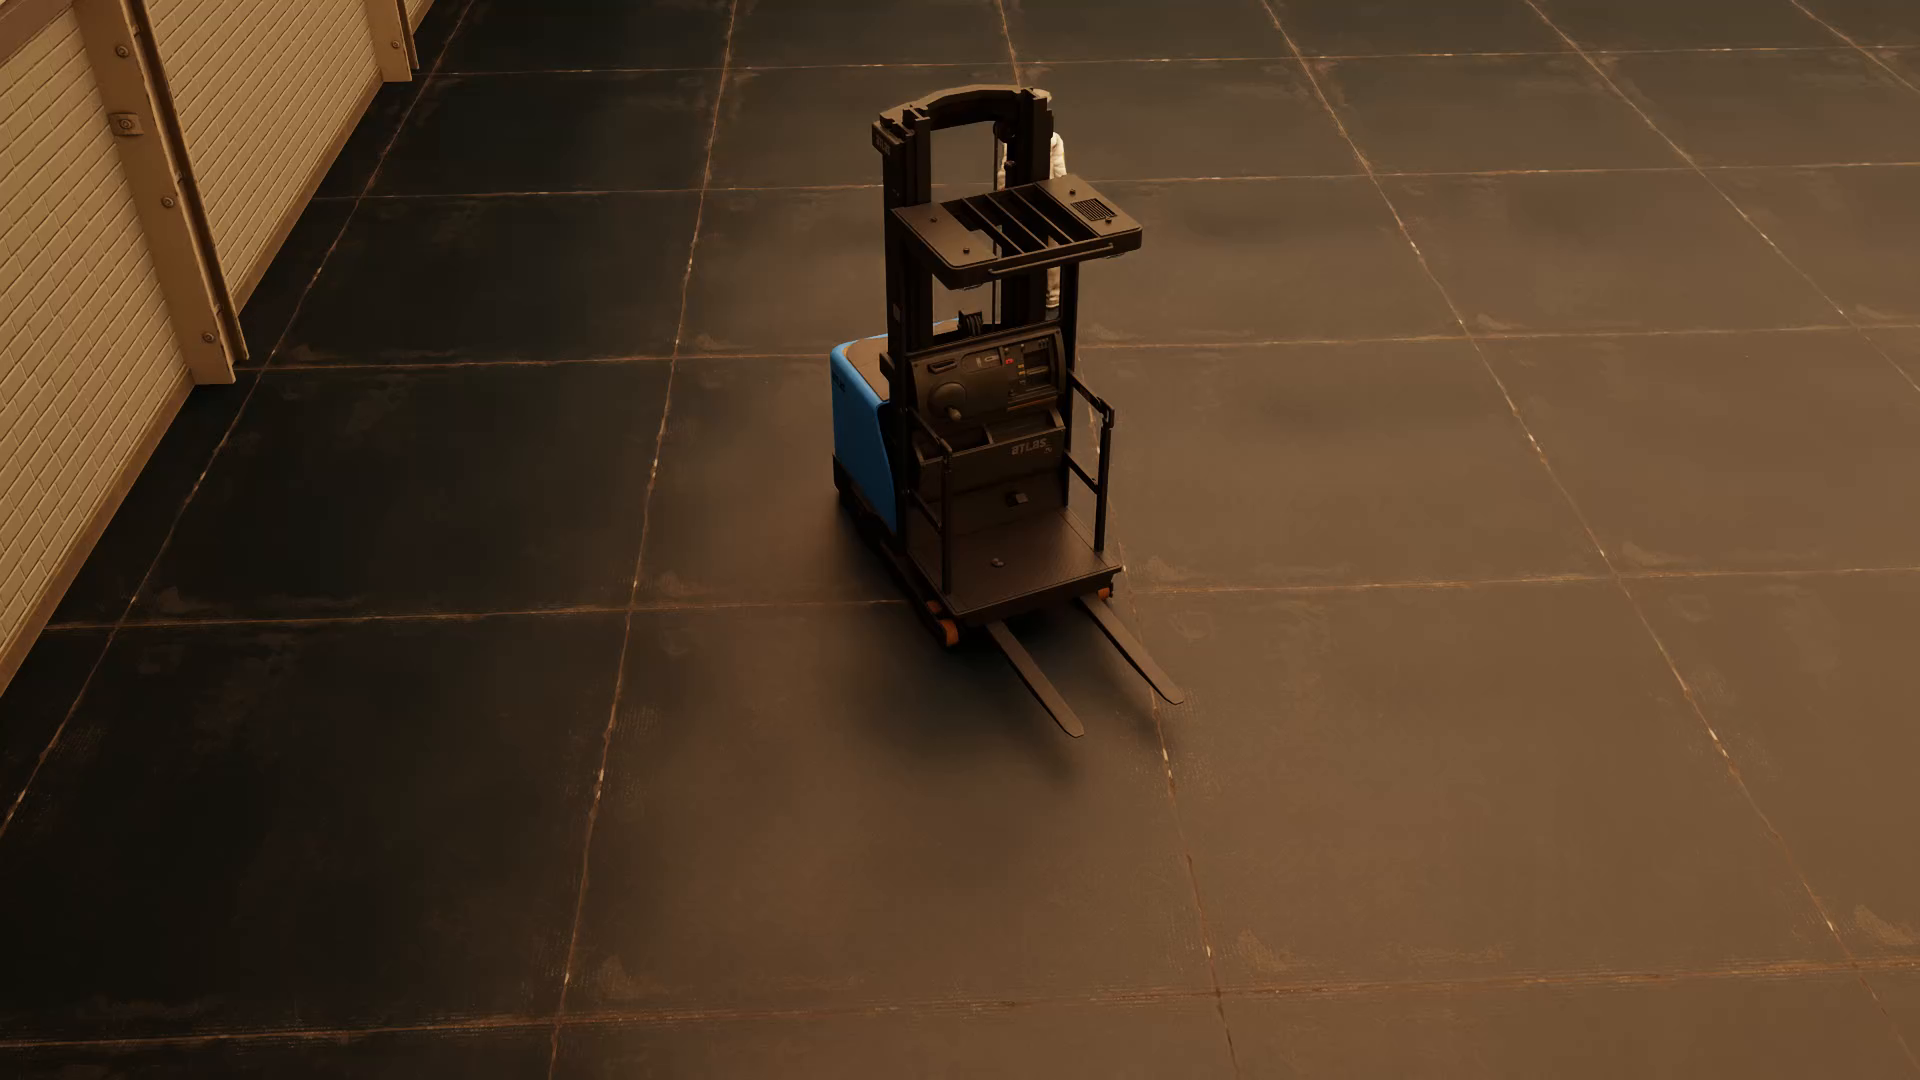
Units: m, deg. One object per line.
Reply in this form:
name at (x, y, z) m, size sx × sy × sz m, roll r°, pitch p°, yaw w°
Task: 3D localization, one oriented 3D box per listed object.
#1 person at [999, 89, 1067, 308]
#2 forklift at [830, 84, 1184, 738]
person at (0.559, -2.550, 12.590) m, size 0.529 × 1.664 × 0.375 m, roll 7°, pitch 37°, yaw 9°
forklift at (0.258, -0.860, 9.192) m, size 1.130 × 2.935 × 3.031 m, roll -15°, pitch 39°, yaw -20°
